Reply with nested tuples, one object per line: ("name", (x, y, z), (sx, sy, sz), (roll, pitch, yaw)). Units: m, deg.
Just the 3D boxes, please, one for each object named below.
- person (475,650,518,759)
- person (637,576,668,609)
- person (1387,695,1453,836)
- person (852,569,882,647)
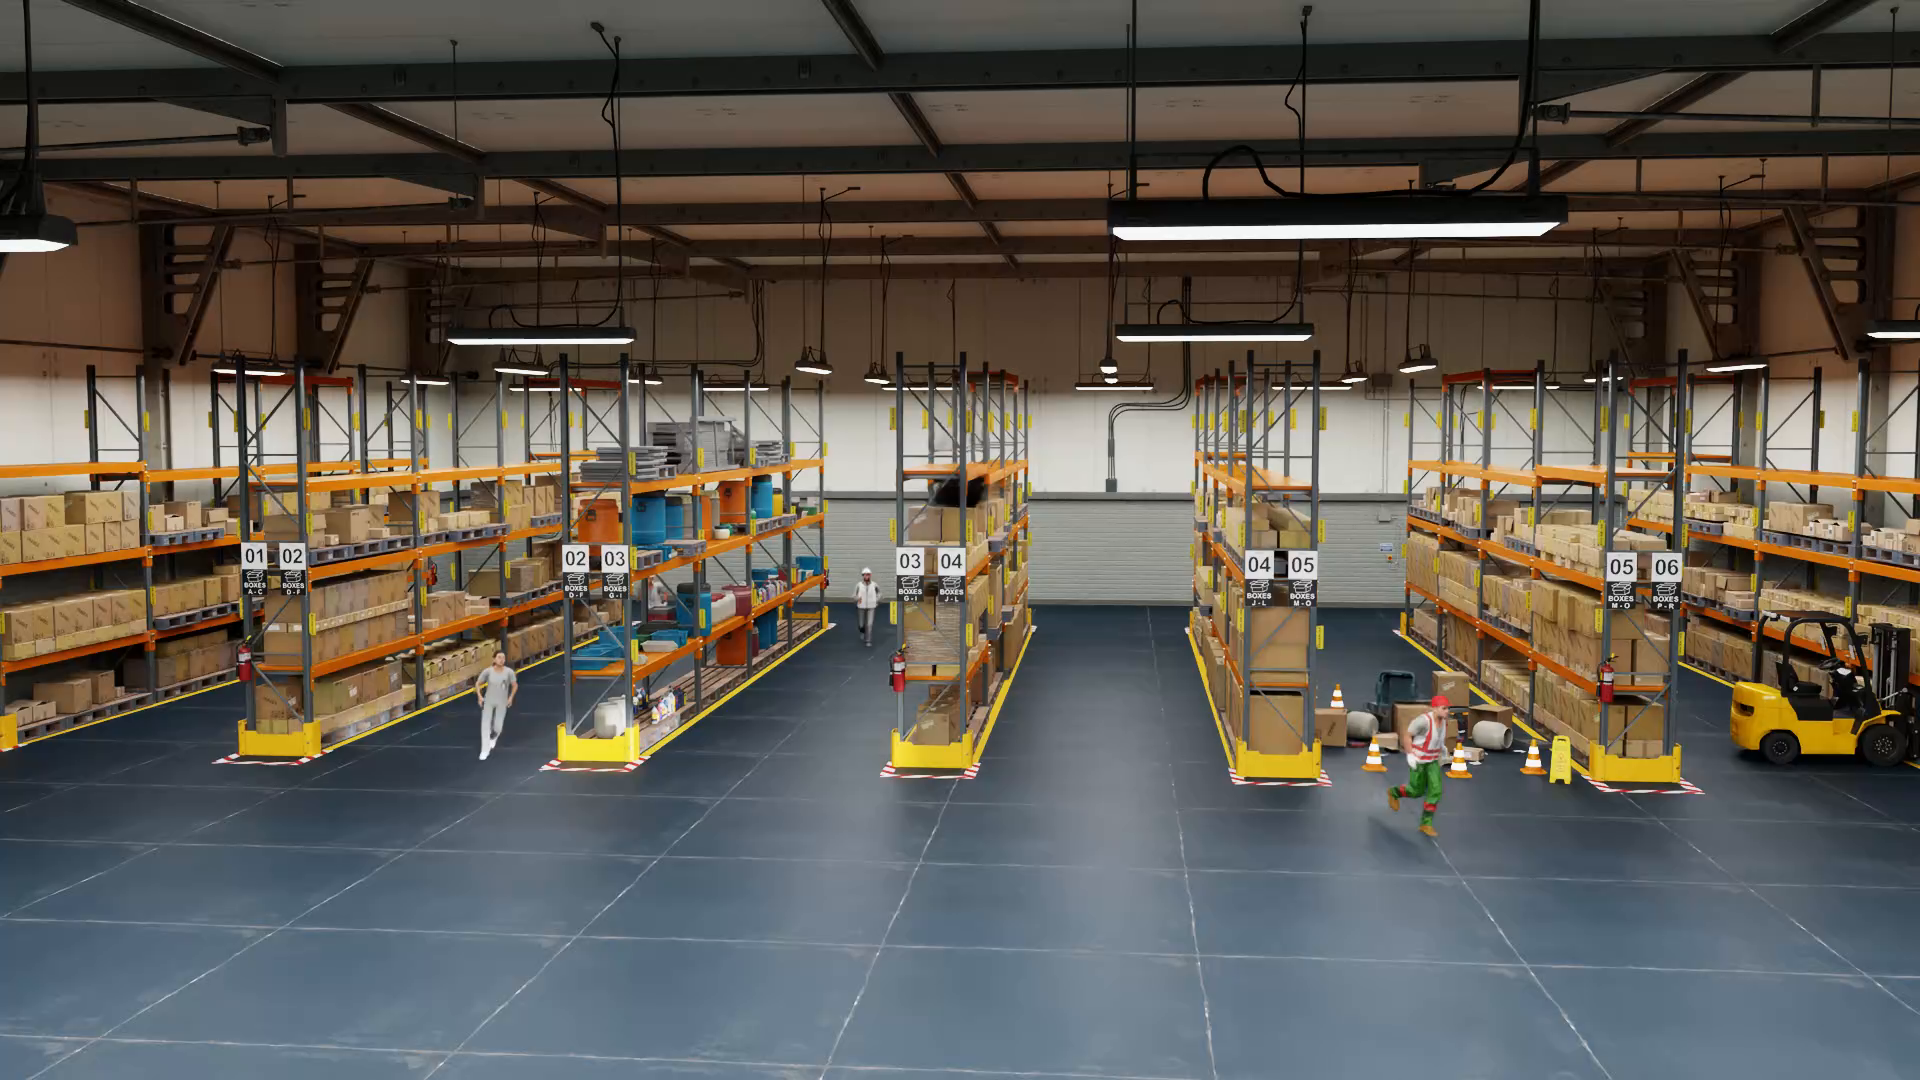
("person", (-6.922, 2.444, 24.845), (0.608, 1.618, 0.544), (-1, 4, -14))
("person", (-6.815, 1.545, 36.911), (0.655, 1.711, 0.794), (1, 4, 9))
("person", (5.646, 2.717, 20.422), (0.660, 1.729, 0.941), (-3, 5, -36))
("person", (-2.068, 1.501, 37.126), (0.669, 1.733, 0.760), (0, 4, -2))
